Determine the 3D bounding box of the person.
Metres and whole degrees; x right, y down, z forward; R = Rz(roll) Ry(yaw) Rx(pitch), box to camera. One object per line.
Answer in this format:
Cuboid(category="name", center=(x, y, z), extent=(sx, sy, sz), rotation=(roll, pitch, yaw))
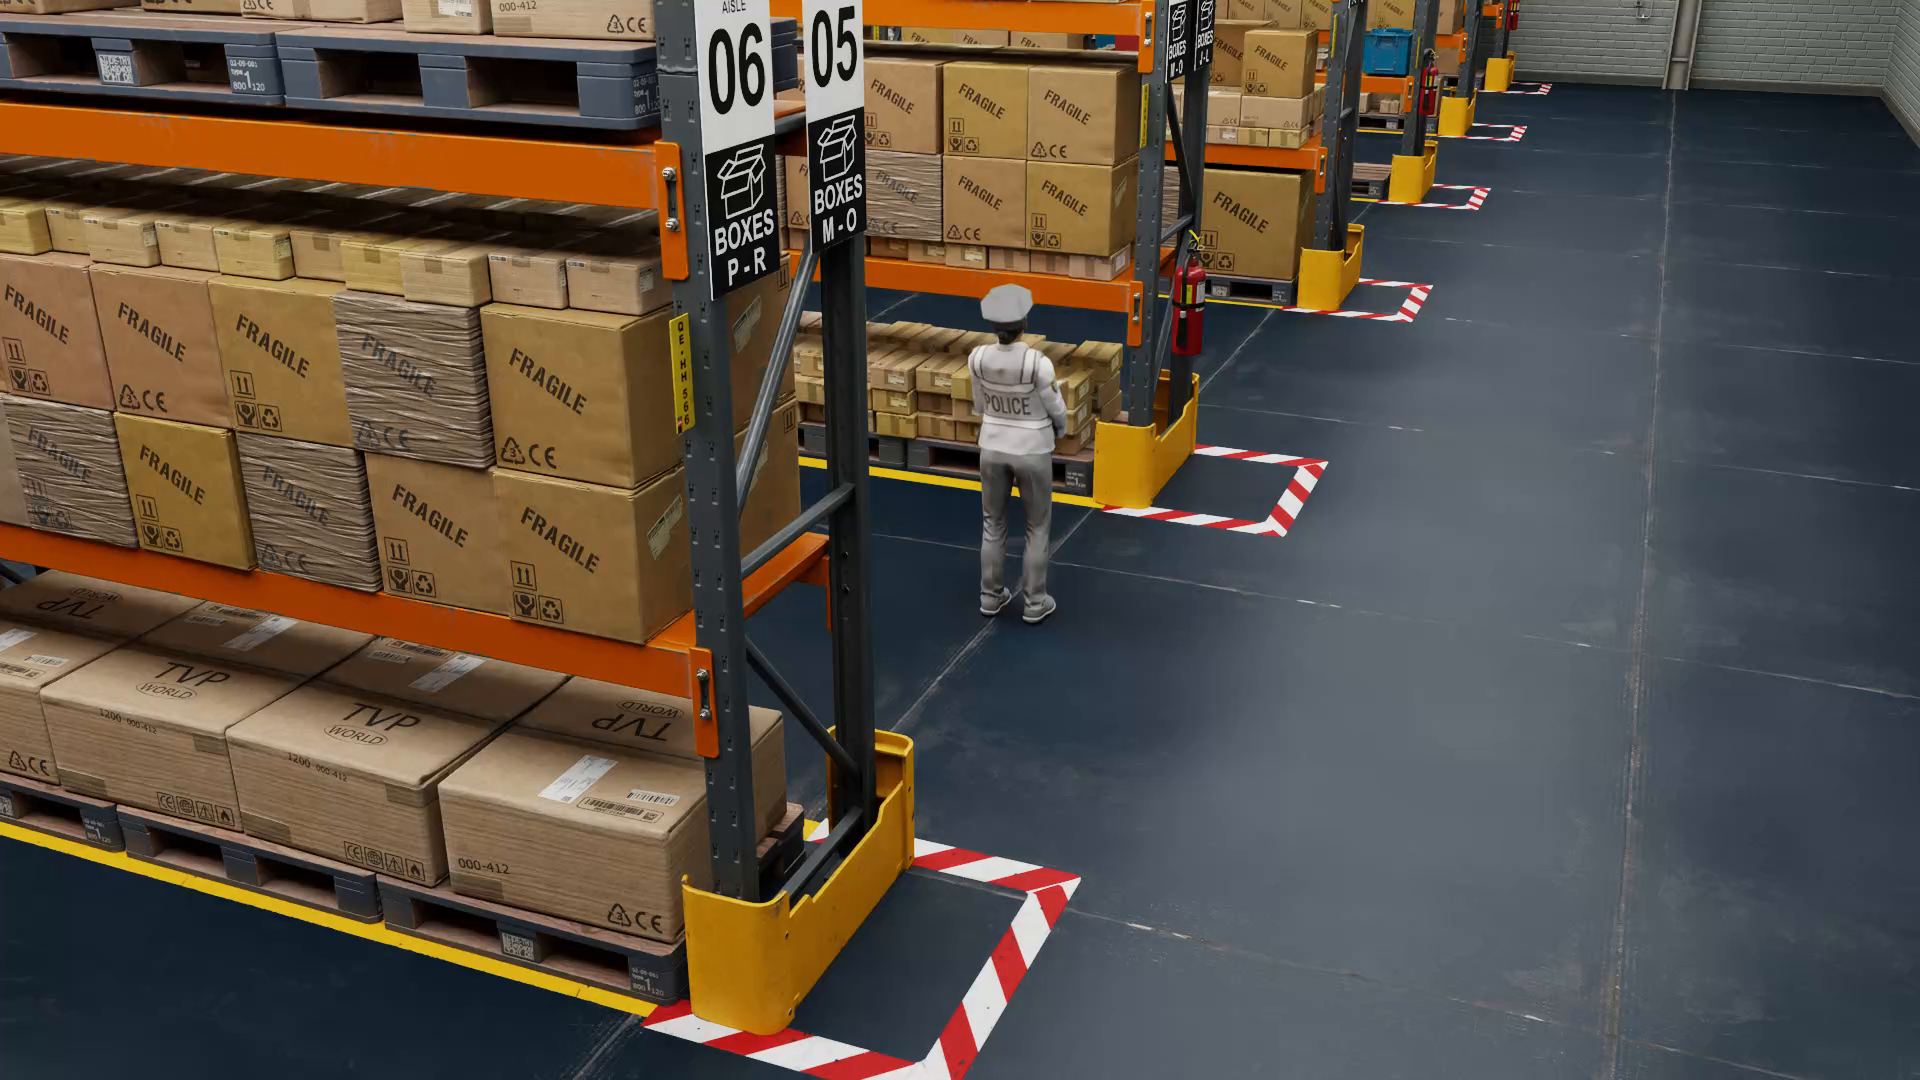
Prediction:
Cuboid(category="person", center=(0.291, -0.437, 8.113), extent=(0.460, 1.686, 0.556), rotation=(9, 24, 20))
